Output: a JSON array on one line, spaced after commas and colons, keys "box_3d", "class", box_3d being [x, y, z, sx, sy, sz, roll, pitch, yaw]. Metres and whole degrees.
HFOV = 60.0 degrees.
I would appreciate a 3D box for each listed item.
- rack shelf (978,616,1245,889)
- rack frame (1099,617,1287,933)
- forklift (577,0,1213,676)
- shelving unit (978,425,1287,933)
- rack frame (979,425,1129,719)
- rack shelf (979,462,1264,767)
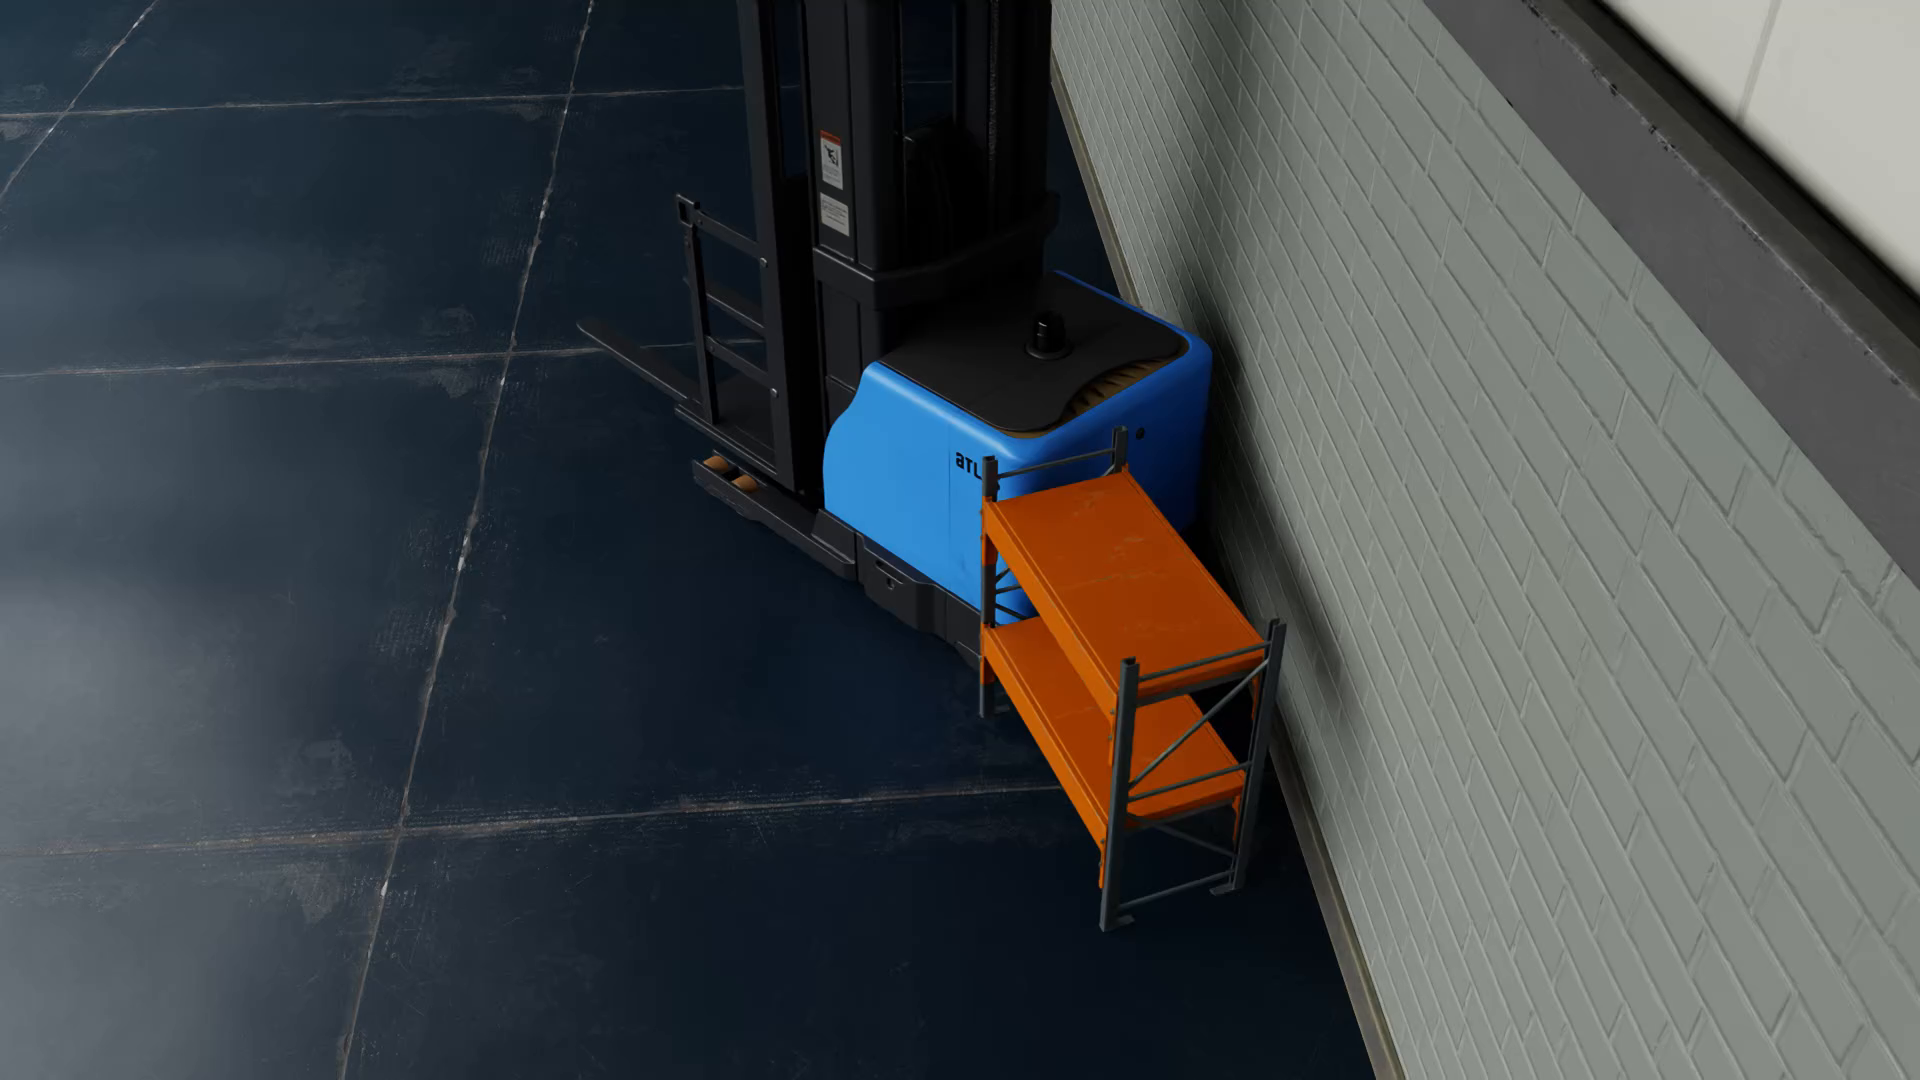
[{"box_3d": [0.492, 0.619, 5.452, 0.538, 0.278, 1.000, -14, 40, -17], "class": "rack shelf"}, {"box_3d": [0.676, 0.720, 4.929, 0.500, 1.125, 0.032, -14, 40, -17], "class": "rack frame"}, {"box_3d": [-0.471, -1.449, 6.220, 1.130, 2.935, 3.031, -31, 48, -33], "class": "forklift"}, {"box_3d": [0.492, 0.427, 5.301, 0.538, 1.125, 1.048, -14, 40, -17], "class": "shelving unit"}, {"box_3d": [0.308, 0.133, 5.673, 0.500, 1.125, 0.032, -14, 40, -17], "class": "rack frame"}, {"box_3d": [0.492, 0.197, 5.120, 0.538, 0.278, 1.000, -14, 40, -17], "class": "rack shelf"}]
